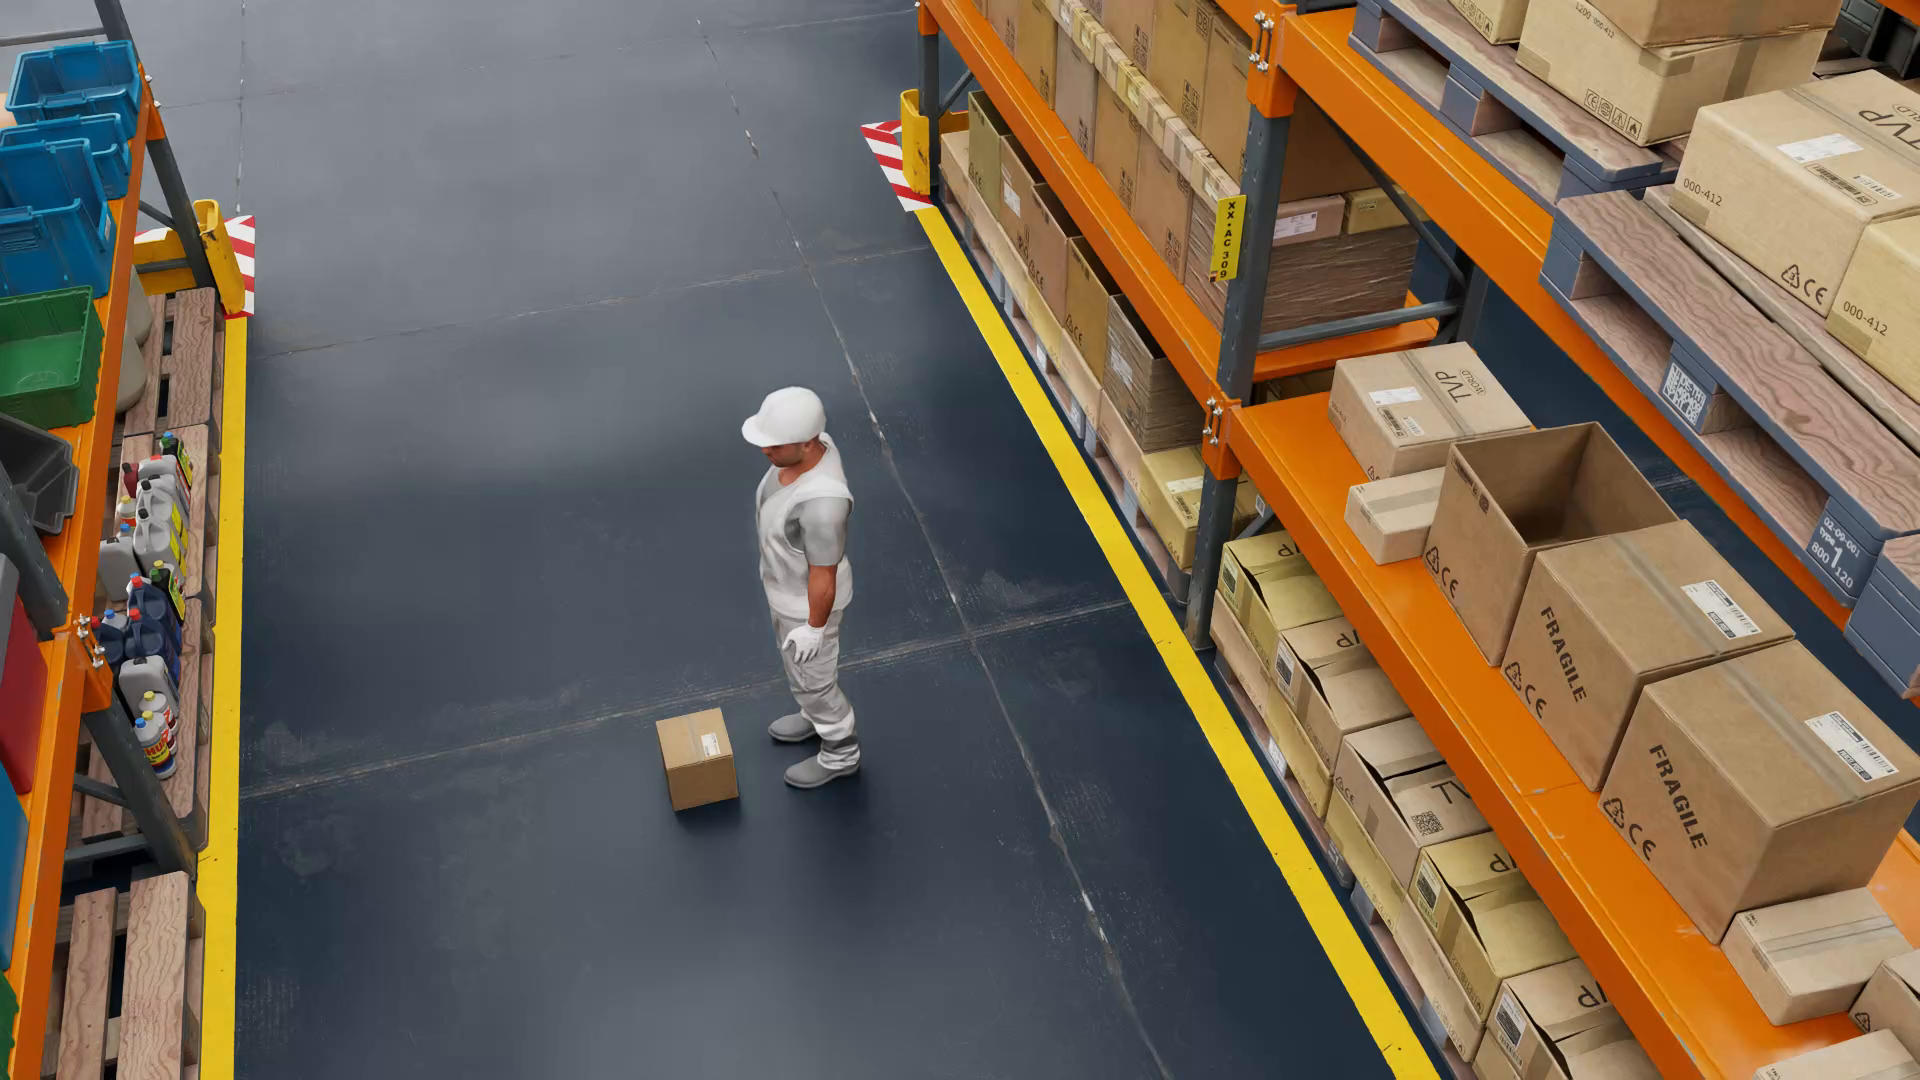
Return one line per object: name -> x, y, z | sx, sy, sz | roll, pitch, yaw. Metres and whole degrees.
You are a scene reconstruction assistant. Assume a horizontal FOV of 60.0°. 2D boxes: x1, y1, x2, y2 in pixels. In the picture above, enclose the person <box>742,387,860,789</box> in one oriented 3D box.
person -> -0.551, 0.183, 5.943 | 0.350, 1.780, 0.526 | -11, 43, -12
